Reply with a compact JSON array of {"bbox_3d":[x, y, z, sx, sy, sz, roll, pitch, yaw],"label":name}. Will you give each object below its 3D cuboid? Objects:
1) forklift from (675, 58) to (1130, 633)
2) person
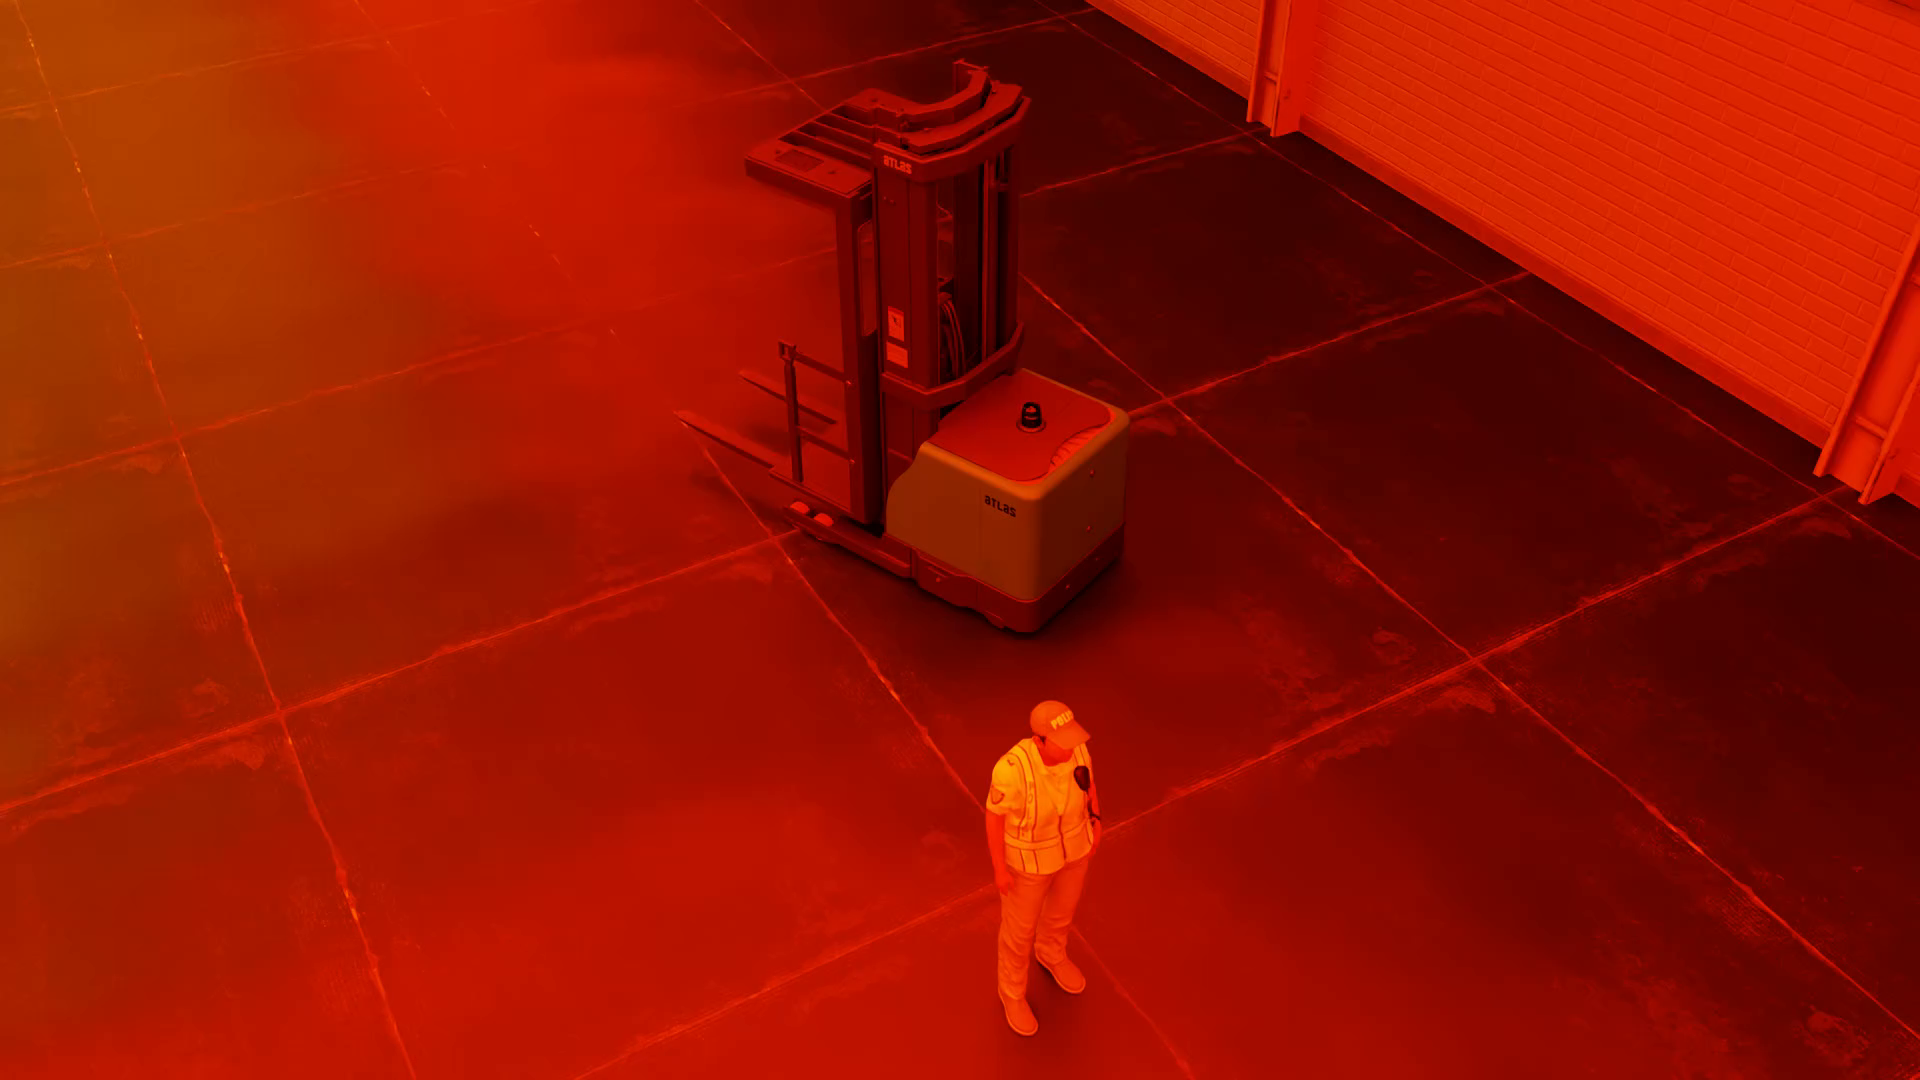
[{"bbox_3d":[-0.481,-1.366,9.683,3.031,2.935,1.130,26,46,28],"label":"forklift"},{"bbox_3d":[0.401,1.411,7.321,0.583,1.675,0.516,-20,44,-23],"label":"person"}]
